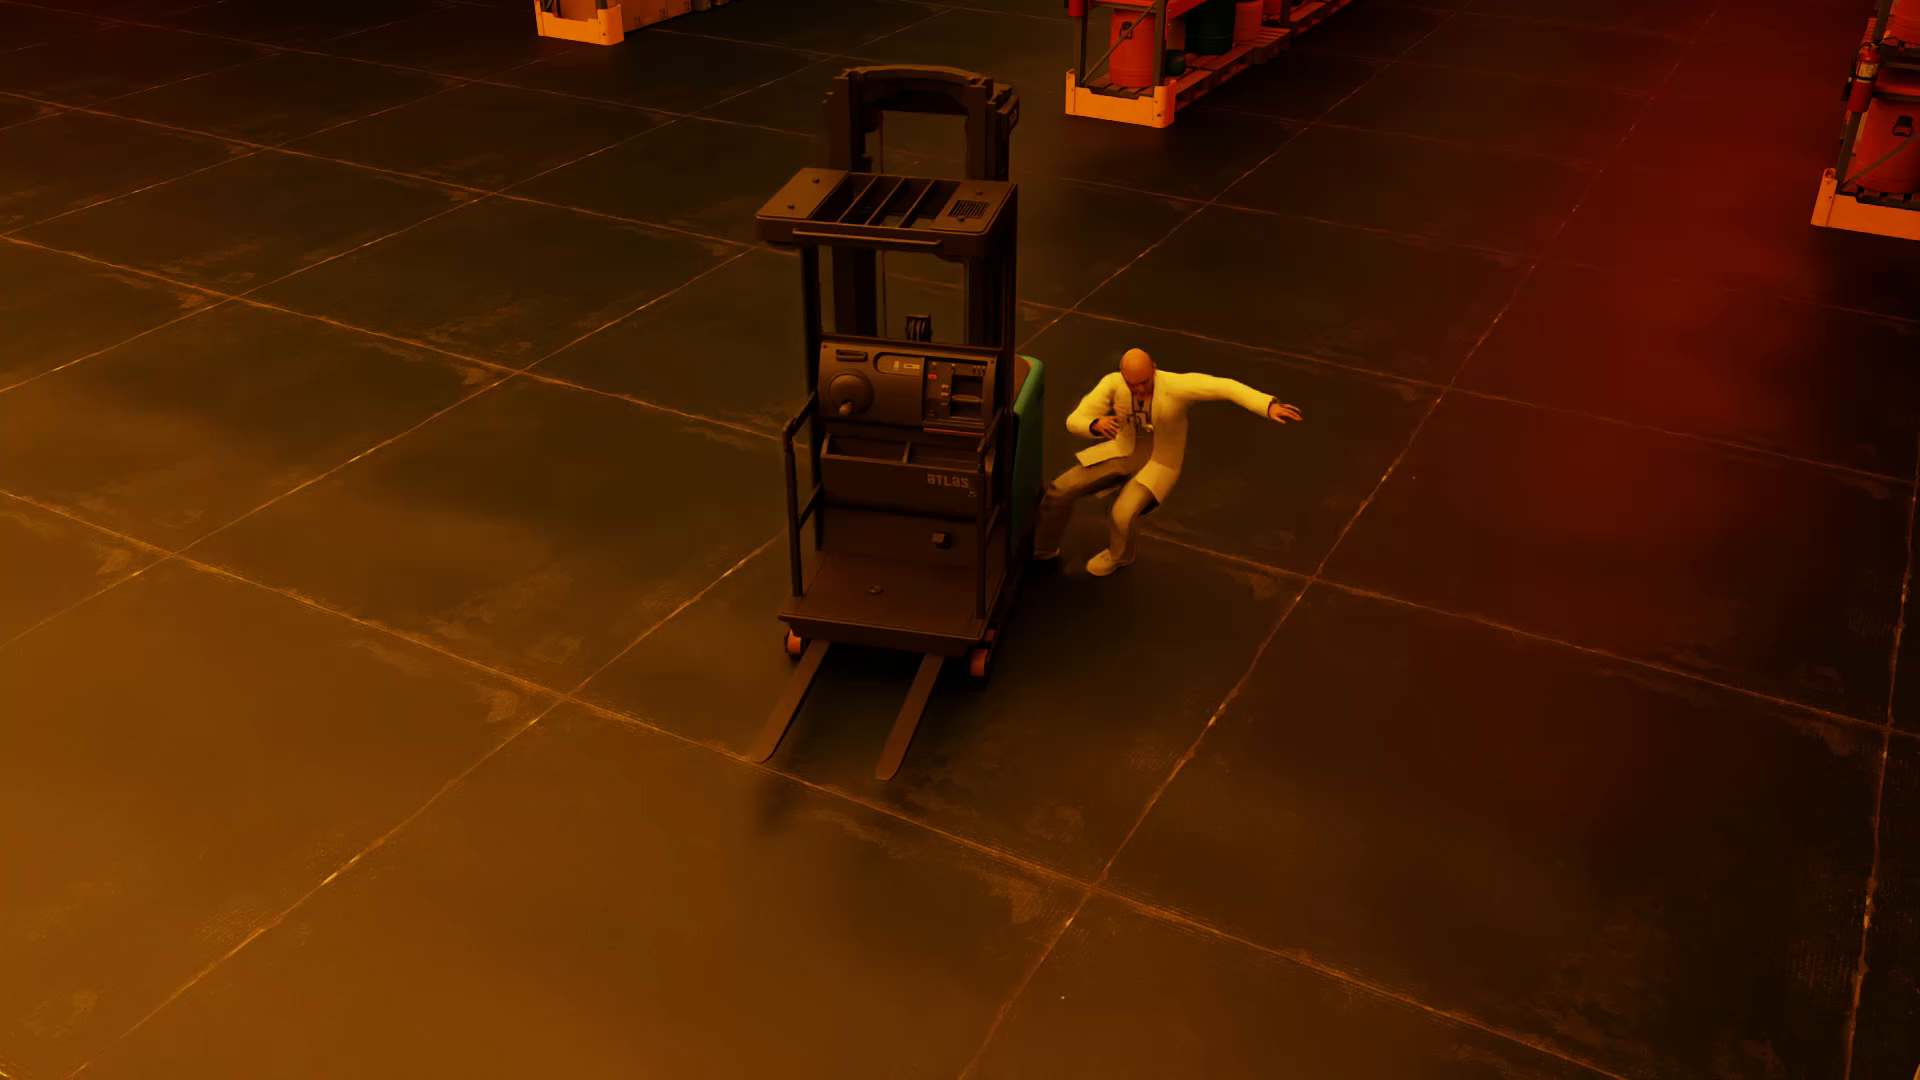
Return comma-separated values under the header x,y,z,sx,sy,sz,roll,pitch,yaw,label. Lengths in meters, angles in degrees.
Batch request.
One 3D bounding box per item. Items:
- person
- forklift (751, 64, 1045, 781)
x,y,z,sx,sy,sz,roll,pitch,yaw,label
1.032,-0.360,9.197,1.642,1.460,0.785,14,33,23,person
-0.317,-0.745,8.362,1.130,2.935,3.031,6,31,11,forklift
